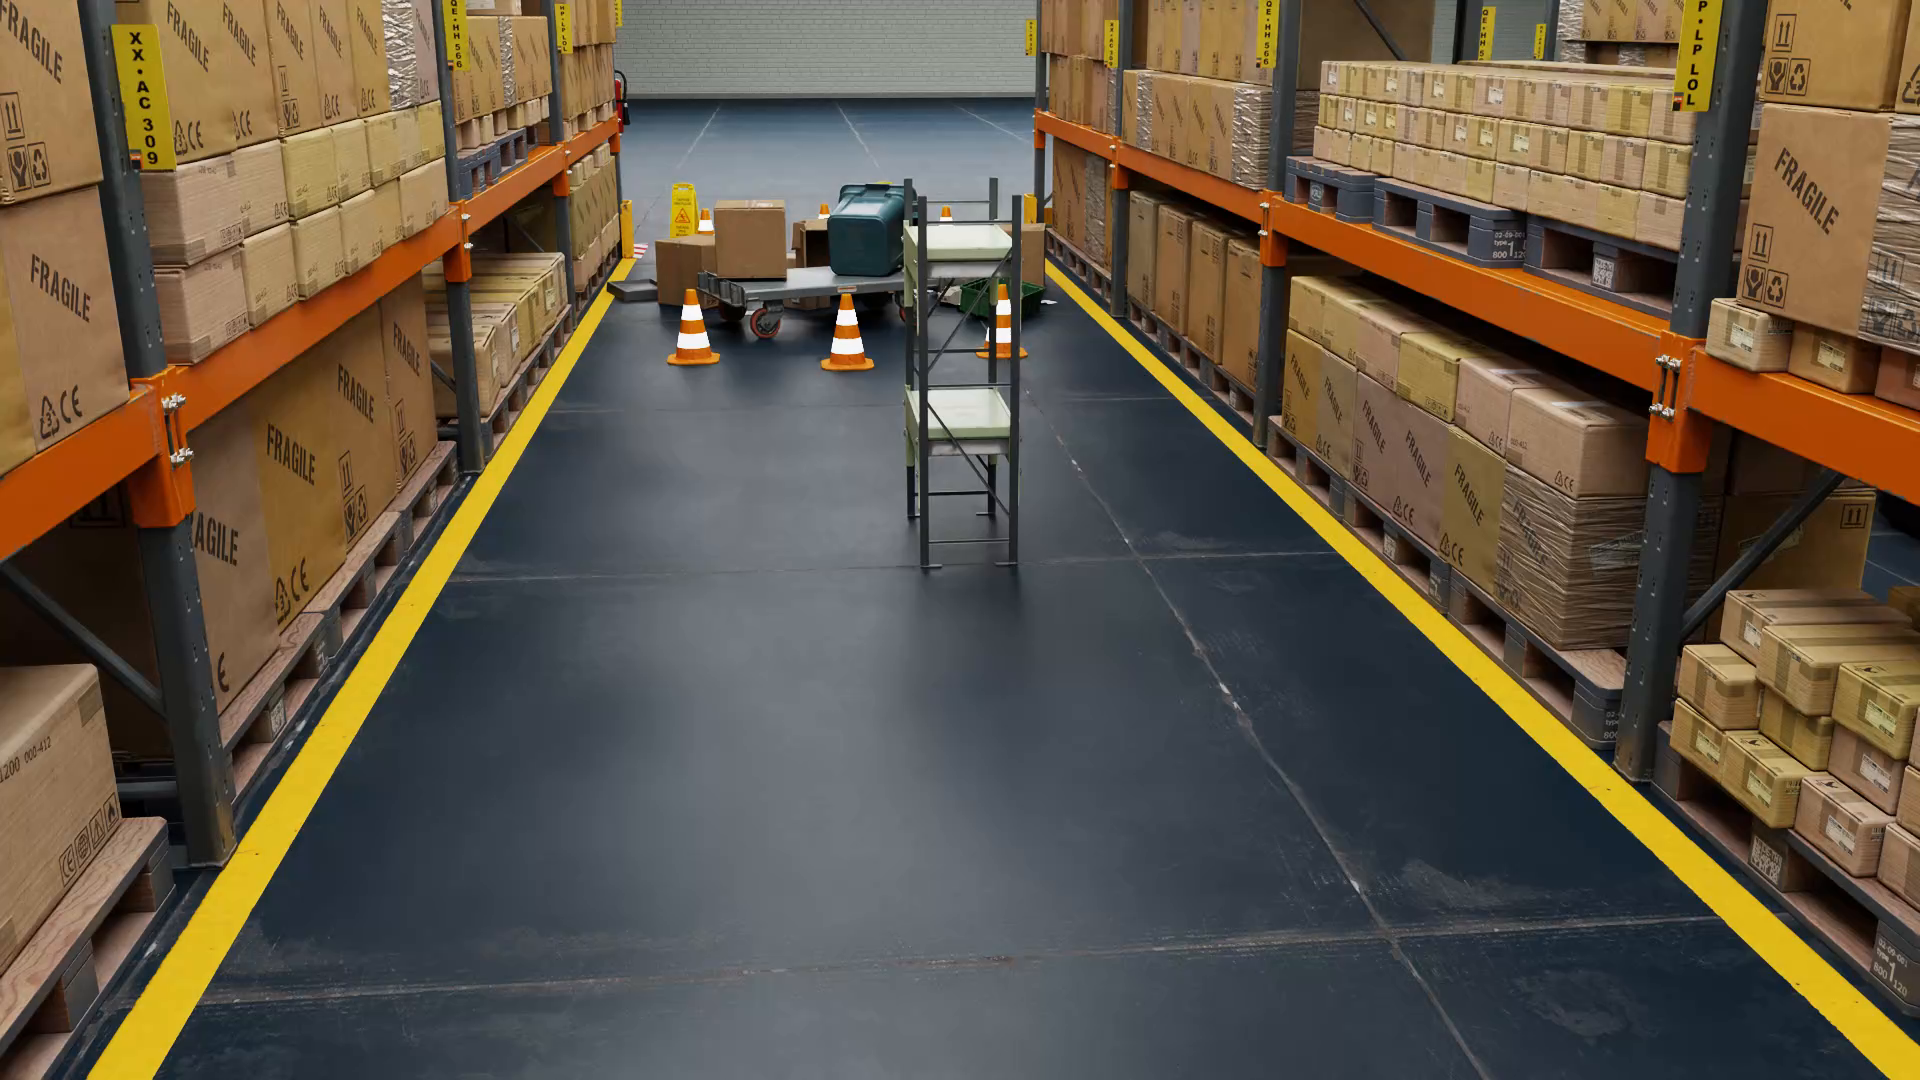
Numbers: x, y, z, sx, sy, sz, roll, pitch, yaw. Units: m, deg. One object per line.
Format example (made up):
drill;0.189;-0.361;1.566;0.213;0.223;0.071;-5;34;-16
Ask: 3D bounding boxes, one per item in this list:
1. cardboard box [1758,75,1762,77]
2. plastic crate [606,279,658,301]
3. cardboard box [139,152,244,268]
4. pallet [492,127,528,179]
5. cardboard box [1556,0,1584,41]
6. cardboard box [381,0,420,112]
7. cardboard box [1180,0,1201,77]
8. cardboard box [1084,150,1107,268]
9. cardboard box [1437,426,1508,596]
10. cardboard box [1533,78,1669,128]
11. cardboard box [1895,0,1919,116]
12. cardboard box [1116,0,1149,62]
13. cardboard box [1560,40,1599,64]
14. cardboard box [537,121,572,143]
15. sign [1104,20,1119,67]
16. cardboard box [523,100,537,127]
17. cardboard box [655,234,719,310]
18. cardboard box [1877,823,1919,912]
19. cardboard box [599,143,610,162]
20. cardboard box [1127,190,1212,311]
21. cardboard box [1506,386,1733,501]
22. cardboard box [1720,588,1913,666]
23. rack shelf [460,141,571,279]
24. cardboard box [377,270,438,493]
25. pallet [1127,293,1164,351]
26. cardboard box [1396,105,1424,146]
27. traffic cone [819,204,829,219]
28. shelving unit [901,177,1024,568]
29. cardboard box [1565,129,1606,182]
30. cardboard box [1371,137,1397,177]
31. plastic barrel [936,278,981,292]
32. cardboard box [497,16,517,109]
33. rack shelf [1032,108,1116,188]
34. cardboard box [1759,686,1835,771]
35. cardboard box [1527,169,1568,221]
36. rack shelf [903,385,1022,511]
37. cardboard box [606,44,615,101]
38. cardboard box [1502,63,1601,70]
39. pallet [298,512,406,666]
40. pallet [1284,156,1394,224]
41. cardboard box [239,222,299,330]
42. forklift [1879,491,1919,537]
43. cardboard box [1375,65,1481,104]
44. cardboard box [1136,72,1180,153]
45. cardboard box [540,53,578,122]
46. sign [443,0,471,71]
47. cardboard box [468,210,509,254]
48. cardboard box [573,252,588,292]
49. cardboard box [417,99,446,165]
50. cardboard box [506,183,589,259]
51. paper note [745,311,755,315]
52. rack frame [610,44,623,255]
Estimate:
cardboard box;2.771;-1.550;5.831;0.380;0.149;0.250;-2;18;-6
plastic crate;-2.622;-2.044;13.556;0.402;0.080;0.583;-8;19;-25
cardboard box;-2.215;-0.868;4.349;0.500;0.250;0.500;-2;18;-7
pallet;-3.108;-2.250;9.655;1.003;0.211;1.213;-2;18;-6
cardboard box;5.955;-4.937;15.561;0.500;0.500;0.500;-2;18;-6
cardboard box;-2.488;-1.979;6.636;0.500;0.500;0.500;-1;17;-5
cardboard box;1.802;-3.201;10.528;0.700;0.500;0.500;-2;18;-5
cardboard box;1.546;-2.772;13.845;0.875;0.875;0.875;-2;18;-5
cardboard box;2.084;-0.117;6.015;0.500;0.500;0.500;-2;18;-7
cardboard box;2.147;-1.457;5.536;0.380;0.149;0.250;-2;18;-6
cardboard box;2.336;-1.115;3.387;0.500;0.500;0.500;-2;18;-7
cardboard box;1.634;-3.825;12.300;0.875;0.550;0.550;-2;18;-6
cardboard box;6.199;-4.467;15.735;0.875;0.500;0.500;-2;18;-6
cardboard box;-2.989;-2.928;11.916;0.380;0.149;0.250;-2;18;-6
sign;1.086;-3.561;11.933;0.100;0.325;0.005;-2;18;-6
cardboard box;-2.846;-2.650;10.327;0.380;0.149;0.250;-2;18;-5
cardboard box;-2.032;-2.114;13.073;0.500;0.500;0.500;11;21;32
cardboard box;2.362;0.760;3.807;0.380;0.149;0.250;-2;18;-7
cardboard box;-3.241;-3.354;14.407;0.380;0.149;0.250;-1;17;-4
cardboard box;1.791;-2.072;11.825;1.050;0.750;0.750;-2;18;-6
cardboard box;2.135;-0.324;5.420;0.500;0.250;0.500;-2;18;-7
cardboard box;2.293;0.241;4.467;0.380;0.149;0.250;-1;17;-3
rack shelf;-3.069;-2.005;9.758;1.077;0.370;4.000;-2;18;-6
cardboard box;-2.874;-0.731;7.344;0.875;0.875;0.875;-2;18;-6
pallet;1.792;-1.569;11.824;1.003;0.211;1.213;-2;18;-6
cardboard box;2.013;-1.698;6.801;0.380;0.149;0.250;-2;18;-6
traffic cone;-1.291;-2.973;15.875;0.336;0.463;0.334;-2;18;-6
shelving unit;-0.001;-0.718;6.959;0.431;1.500;0.755;-2;18;-6
cardboard box;2.175;-1.231;5.313;0.380;0.149;0.250;-1;17;-3
cardboard box;1.981;-1.636;7.099;0.380;0.149;0.250;-1;17;-3
plastic barrel;-0.005;-2.189;13.442;0.512;0.421;0.421;11;21;32
cardboard box;-2.845;-2.746;9.552;0.500;0.500;0.500;-2;18;-8
rack shelf;1.432;-3.380;14.137;1.077;0.370;4.000;-2;18;-6
cardboard box;2.298;0.464;4.252;0.380;0.149;0.250;-2;18;-5
cardboard box;2.148;-1.163;5.592;0.380;0.149;0.250;-3;18;-8
rack shelf;-0.001;-0.407;7.056;0.431;0.370;0.720;-2;18;-6
cardboard box;-3.358;-4.173;14.796;0.500;0.500;0.500;-2;18;-7
cardboard box;2.608;-2.015;7.313;0.380;0.149;0.250;-1;17;-4
pallet;-2.734;0.178;6.259;1.003;0.211;1.213;-2;18;-6
pallet;2.230;-1.635;7.698;1.213;0.211;1.003;-2;18;-6
cardboard box;-2.288;-0.783;4.913;0.500;0.250;0.500;-2;18;-7
forklift;4.697;-1.393;6.721;1.130;2.935;3.031;-2;18;-5
cardboard box;1.983;-1.924;7.023;0.380;0.149;0.250;-3;18;-8
cardboard box;1.477;-2.860;11.111;0.500;0.500;0.500;-2;18;-5
cardboard box;-3.043;-3.274;11.933;0.500;0.500;0.500;-2;18;-6
sign;-2.311;-2.323;7.636;0.100;0.325;0.005;-2;18;-6
cardboard box;-3.603;-2.359;12.320;0.500;0.500;0.500;-2;18;-6
cardboard box;-3.068;-2.017;12.483;0.500;0.250;0.500;-3;18;-8
cardboard box;-2.560;-1.783;7.265;0.500;0.250;0.500;-2;18;-6
cardboard box;-3.068;-2.375;12.371;0.500;0.500;0.500;-1;17;-3
paper note;-1.633;-1.738;12.663;0.148;0.019;0.142;-2;18;-6
rack frame;-3.688;-4.136;15.344;1.000;3.000;0.127;-2;18;-6
